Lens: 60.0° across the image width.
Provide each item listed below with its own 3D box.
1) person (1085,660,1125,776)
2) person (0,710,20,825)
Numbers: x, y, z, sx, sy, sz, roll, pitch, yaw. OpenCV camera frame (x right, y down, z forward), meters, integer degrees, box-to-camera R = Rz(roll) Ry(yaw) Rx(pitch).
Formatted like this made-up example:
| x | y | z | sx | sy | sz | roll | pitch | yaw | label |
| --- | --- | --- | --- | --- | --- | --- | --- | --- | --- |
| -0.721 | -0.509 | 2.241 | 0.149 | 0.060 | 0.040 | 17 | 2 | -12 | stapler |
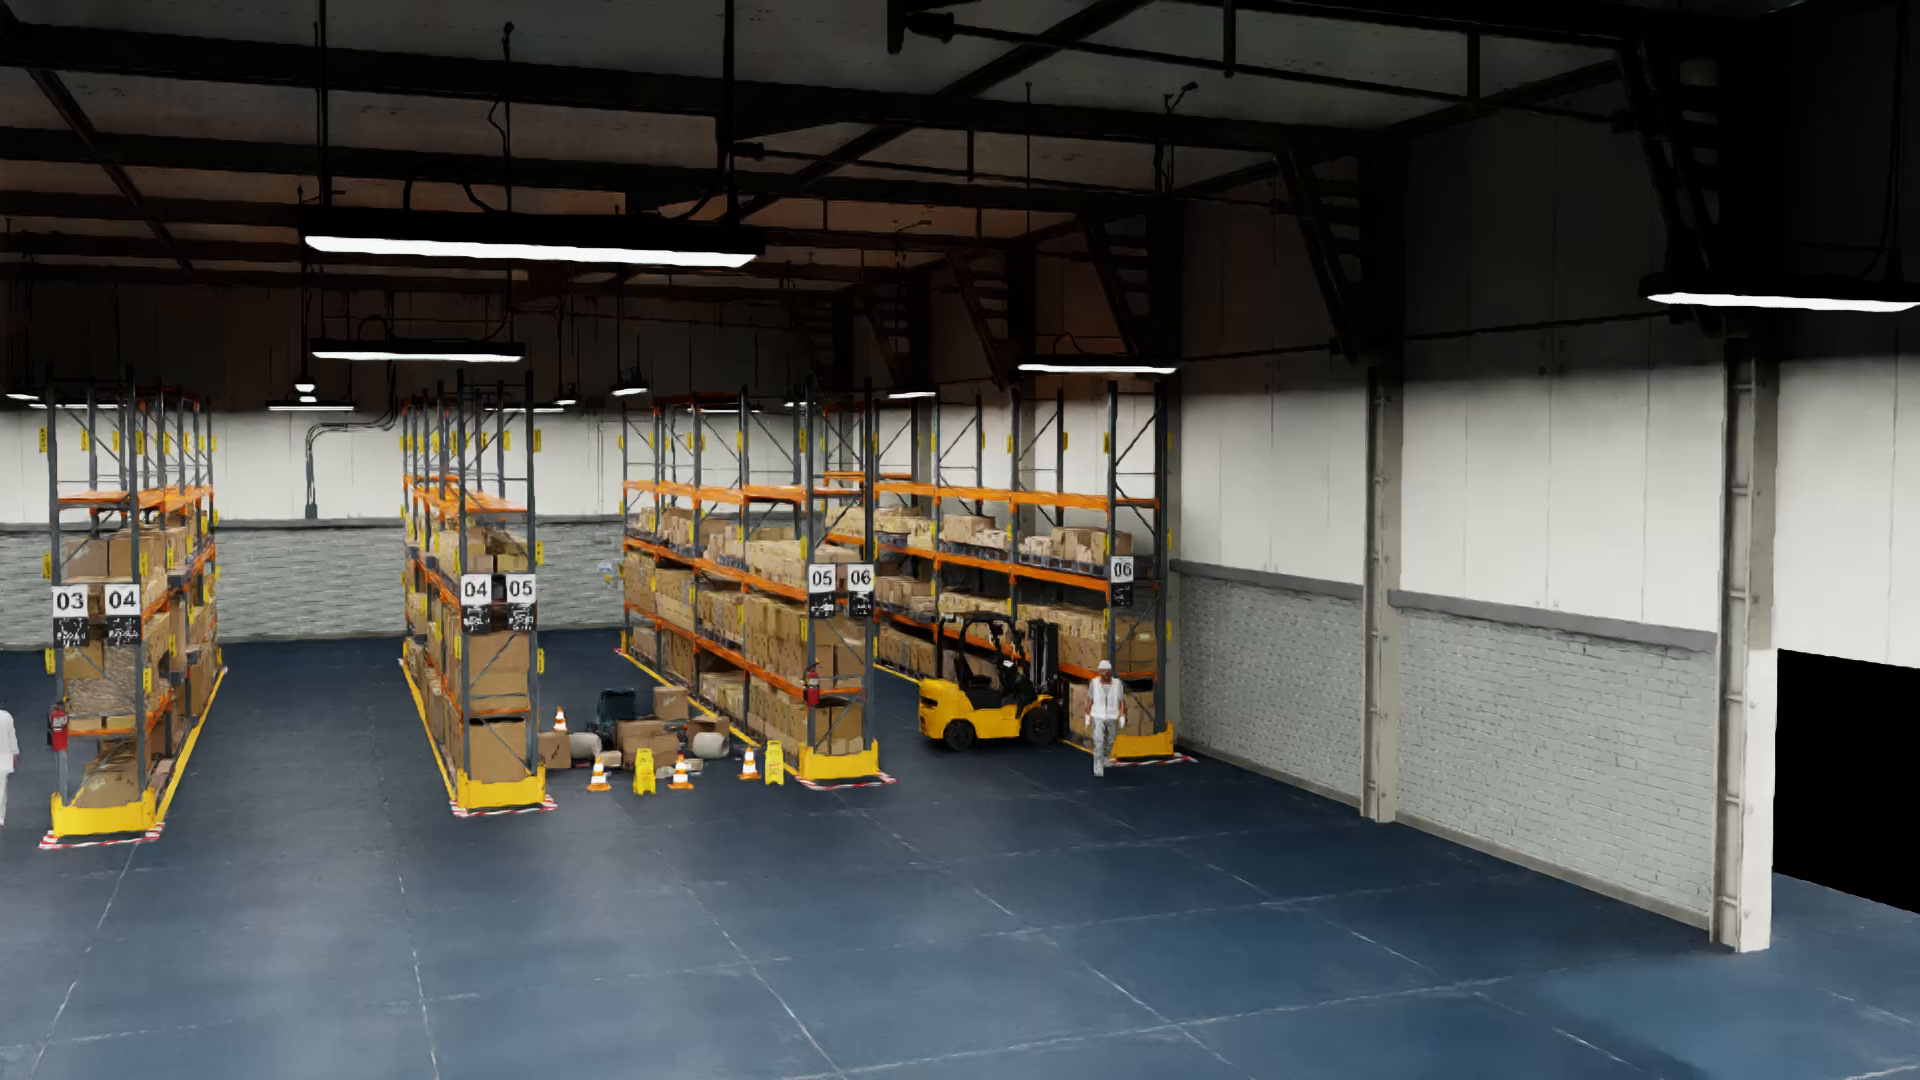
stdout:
| x | y | z | sx | sy | sz | roll | pitch | yaw | label |
| --- | --- | --- | --- | --- | --- | --- | --- | --- | --- |
| 2.194 | 2.666 | 25.109 | 0.591 | 1.746 | 0.951 | 0 | 3 | -5 | person |
| -12.733 | 2.856 | 21.855 | 0.598 | 1.698 | 1.193 | -1 | 4 | -18 | person |
